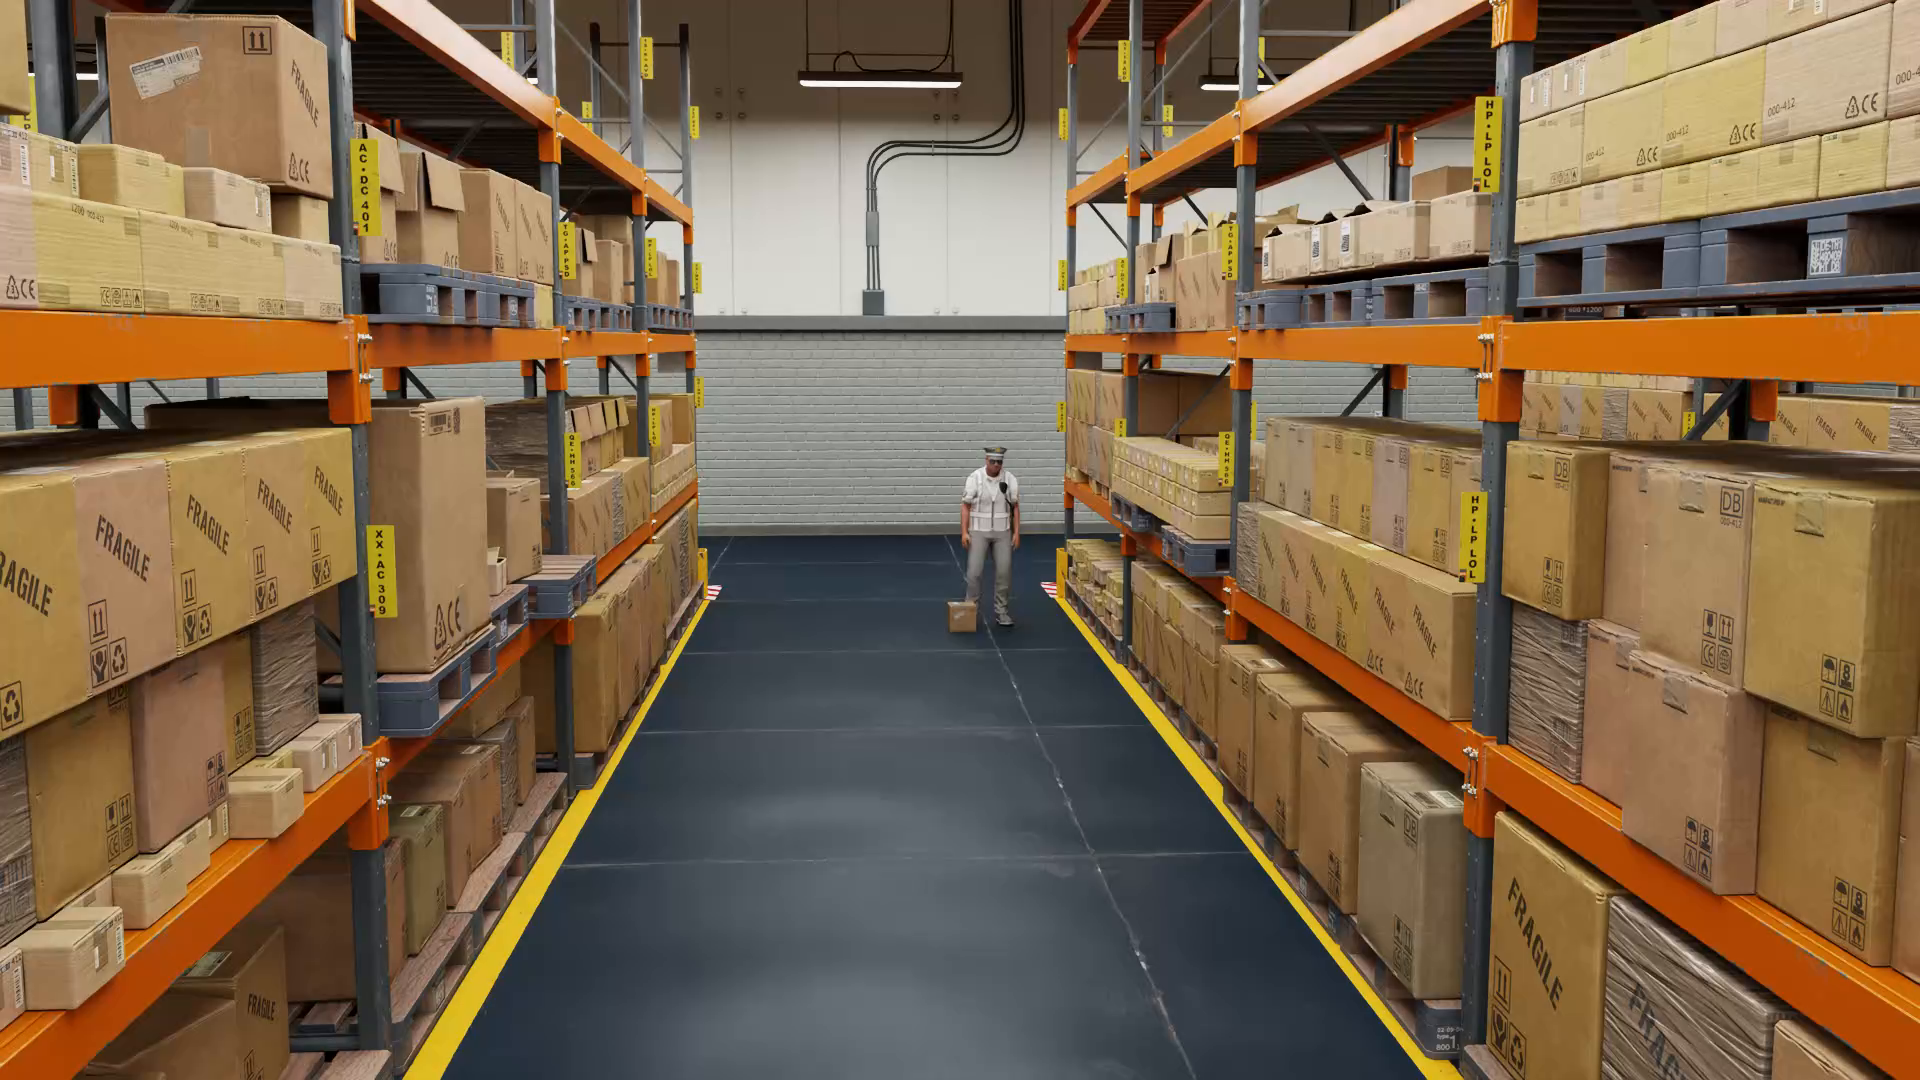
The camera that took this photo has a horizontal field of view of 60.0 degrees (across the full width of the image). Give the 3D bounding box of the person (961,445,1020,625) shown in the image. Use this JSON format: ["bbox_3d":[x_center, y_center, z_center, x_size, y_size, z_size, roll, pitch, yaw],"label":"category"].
[{"bbox_3d":[0.293,-0.055,16.173,0.595,1.746,0.440,-1,7,-8],"label":"person"}]
